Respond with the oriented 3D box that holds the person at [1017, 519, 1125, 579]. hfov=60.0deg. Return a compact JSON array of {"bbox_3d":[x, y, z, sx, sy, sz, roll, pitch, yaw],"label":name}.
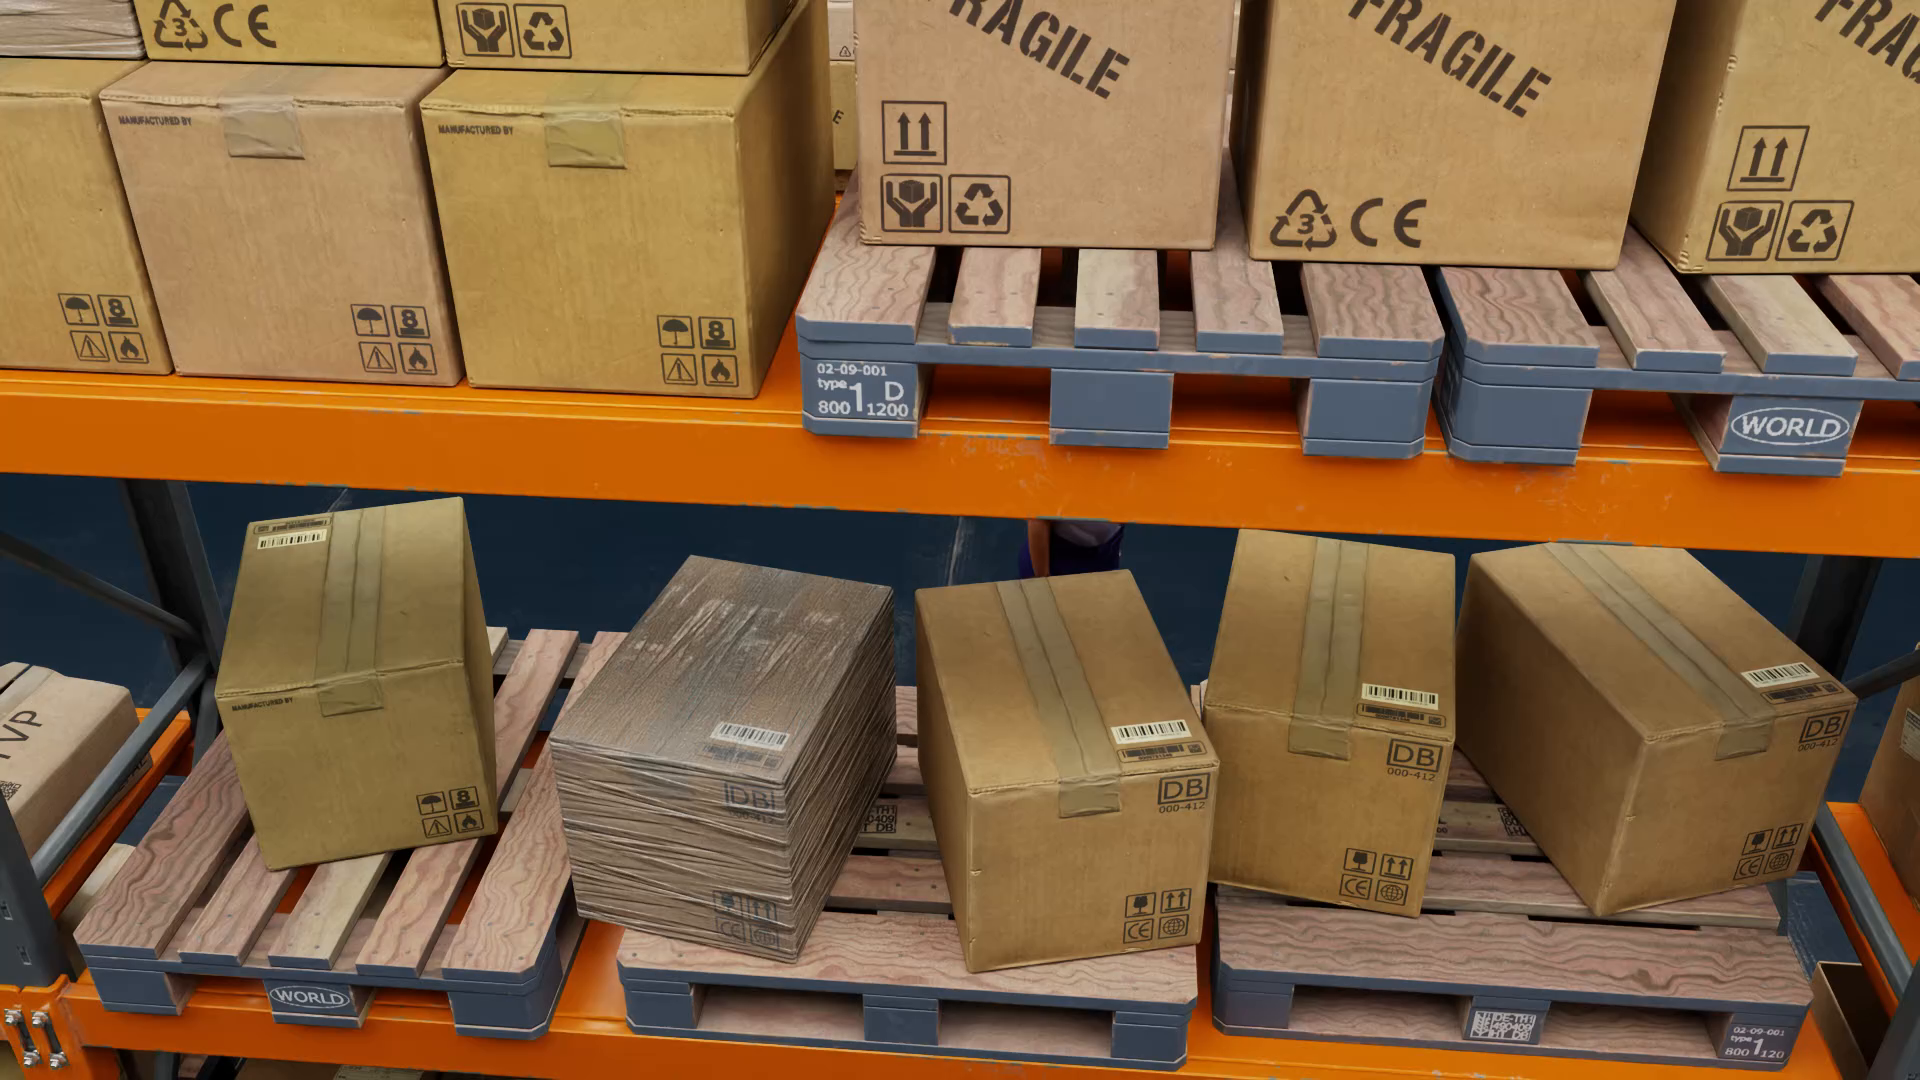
[{"bbox_3d":[0.368,0.090,6.003,0.392,1.665,0.610,18,36,26],"label":"person"}]
